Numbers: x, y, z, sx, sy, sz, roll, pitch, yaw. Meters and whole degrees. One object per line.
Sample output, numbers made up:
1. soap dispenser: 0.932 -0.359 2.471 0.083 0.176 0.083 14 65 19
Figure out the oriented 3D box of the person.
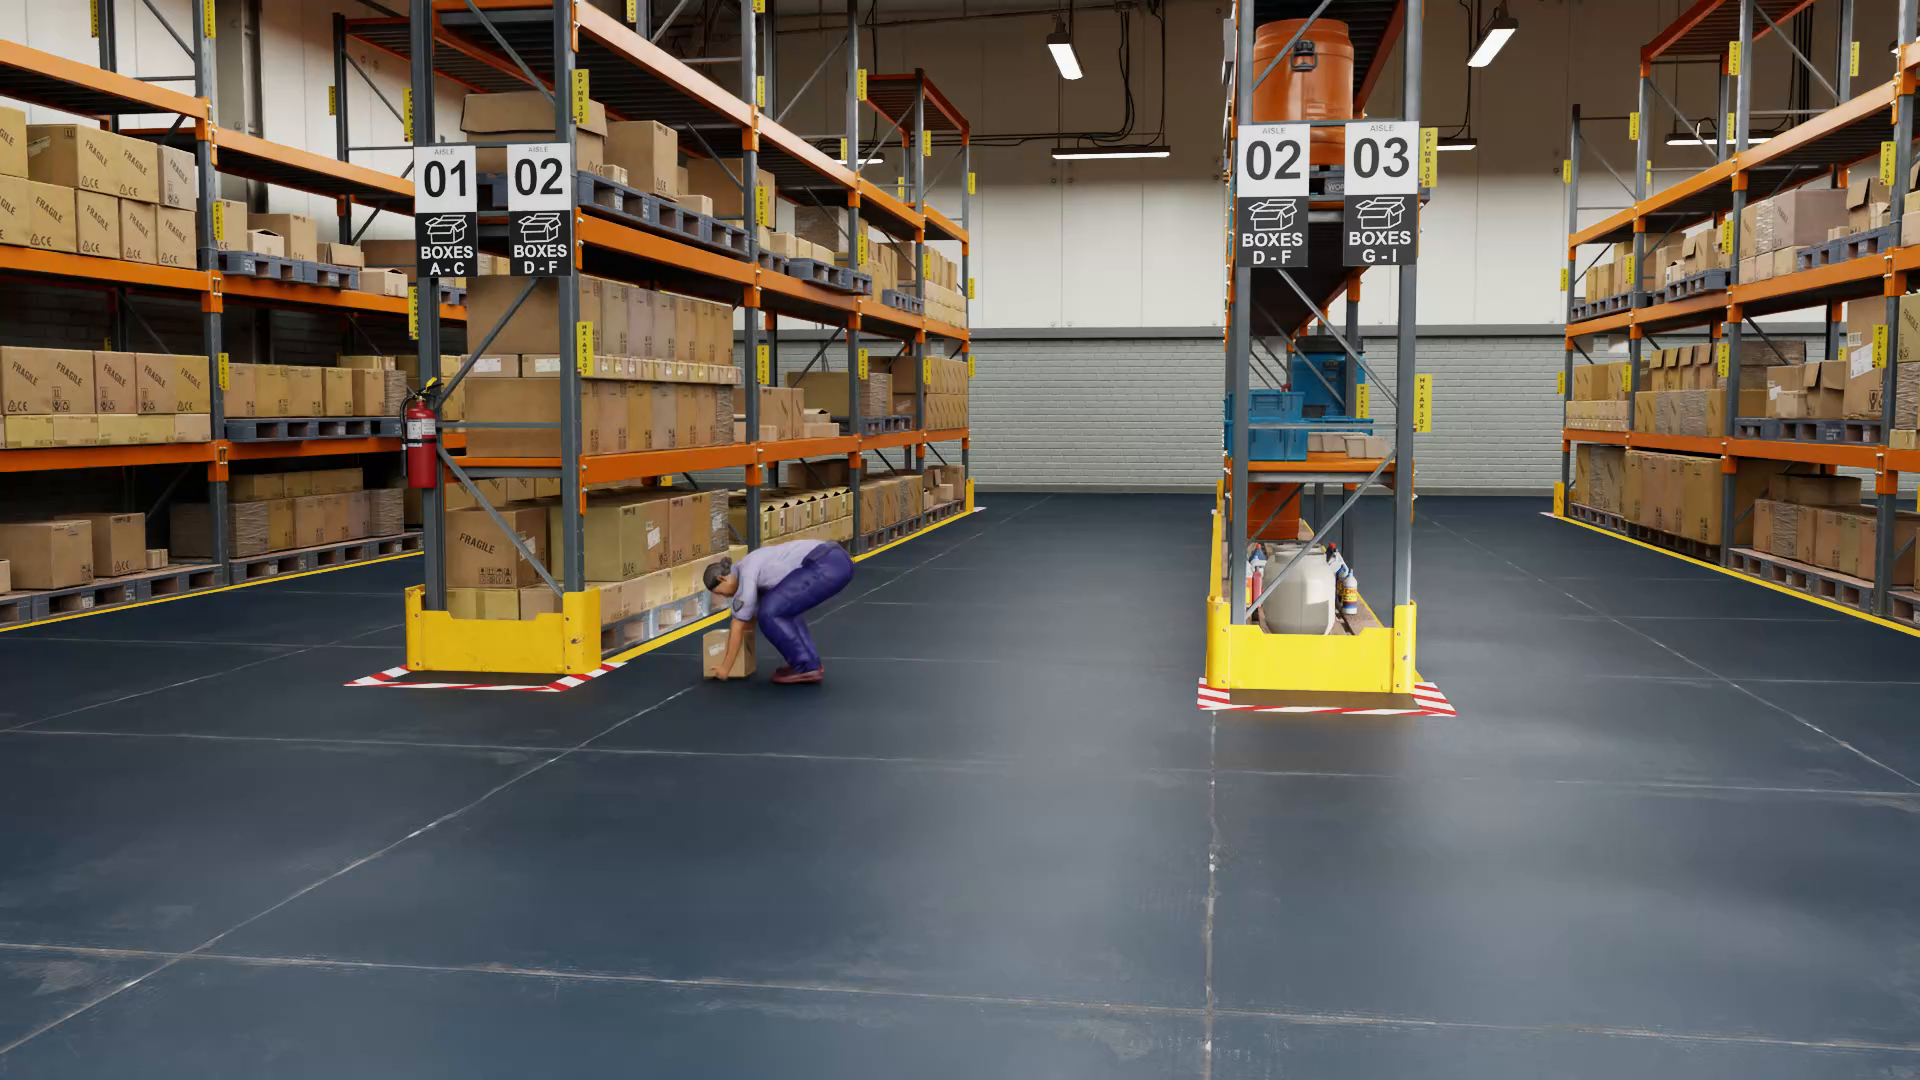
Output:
1. person: -1.085 0.415 9.887 0.899 0.841 0.513 0 5 6
